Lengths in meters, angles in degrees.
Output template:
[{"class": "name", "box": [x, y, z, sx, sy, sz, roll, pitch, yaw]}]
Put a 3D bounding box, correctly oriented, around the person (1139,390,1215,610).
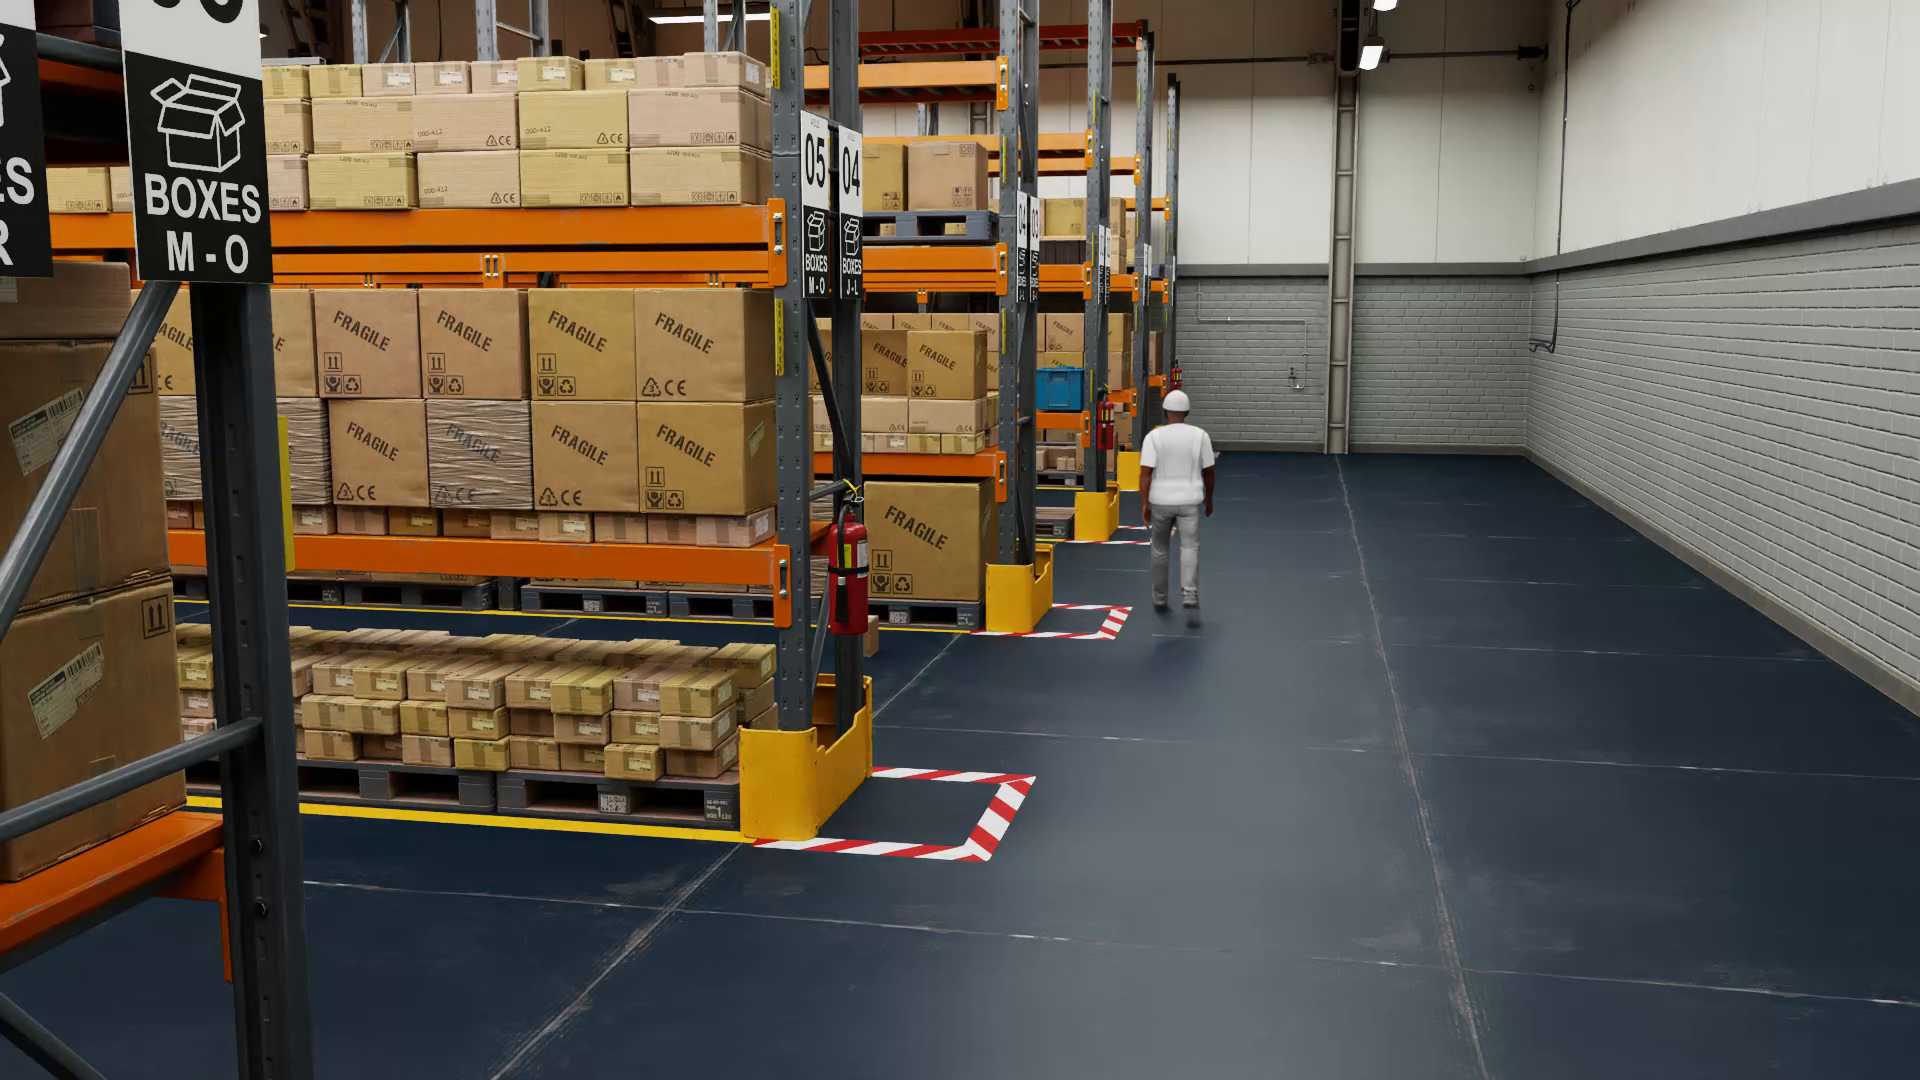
[{"class": "person", "box": [1.683, -0.300, 12.905, 0.588, 1.724, 1.030, 1, 8, 5]}]
